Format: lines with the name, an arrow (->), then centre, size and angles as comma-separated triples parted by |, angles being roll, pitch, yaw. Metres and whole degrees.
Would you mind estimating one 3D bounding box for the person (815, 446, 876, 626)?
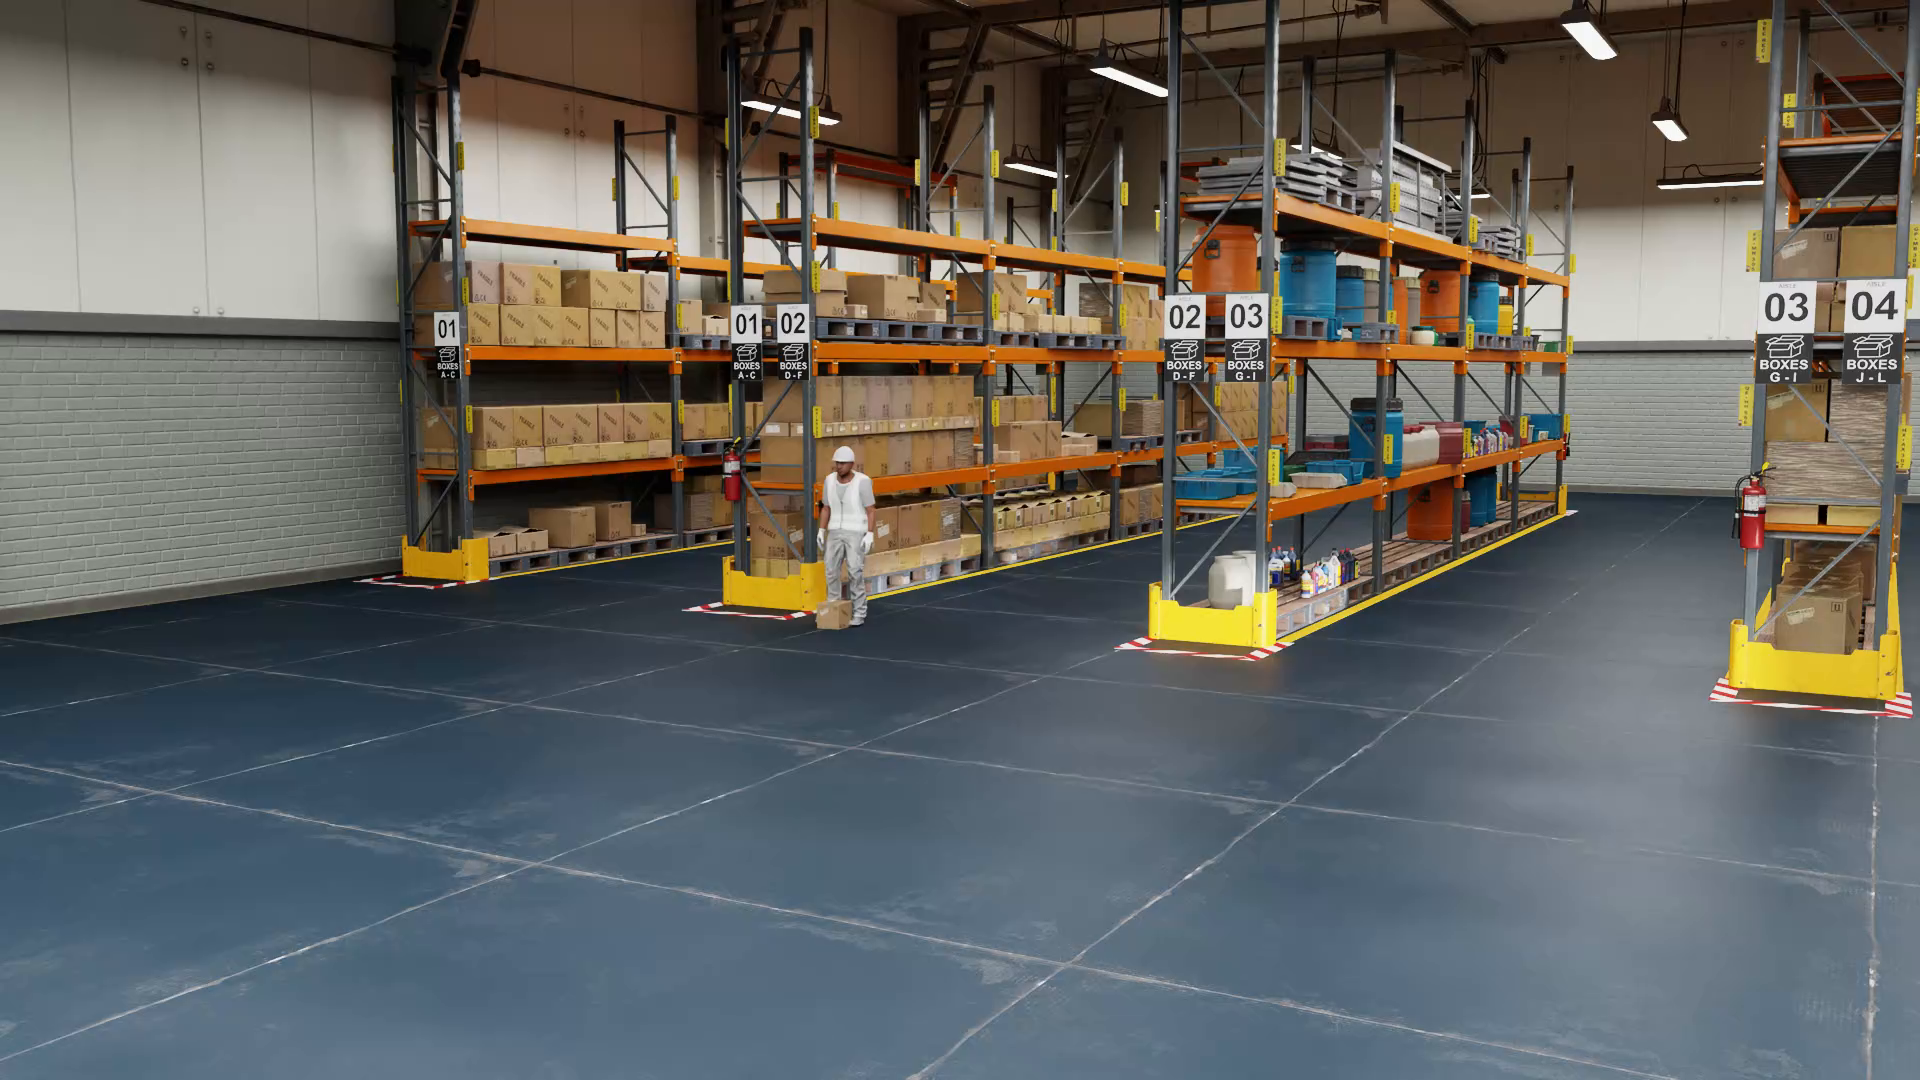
person -> -1.132, -0.043, 16.458 | 0.617, 1.772, 0.452 | 3, 7, 26
